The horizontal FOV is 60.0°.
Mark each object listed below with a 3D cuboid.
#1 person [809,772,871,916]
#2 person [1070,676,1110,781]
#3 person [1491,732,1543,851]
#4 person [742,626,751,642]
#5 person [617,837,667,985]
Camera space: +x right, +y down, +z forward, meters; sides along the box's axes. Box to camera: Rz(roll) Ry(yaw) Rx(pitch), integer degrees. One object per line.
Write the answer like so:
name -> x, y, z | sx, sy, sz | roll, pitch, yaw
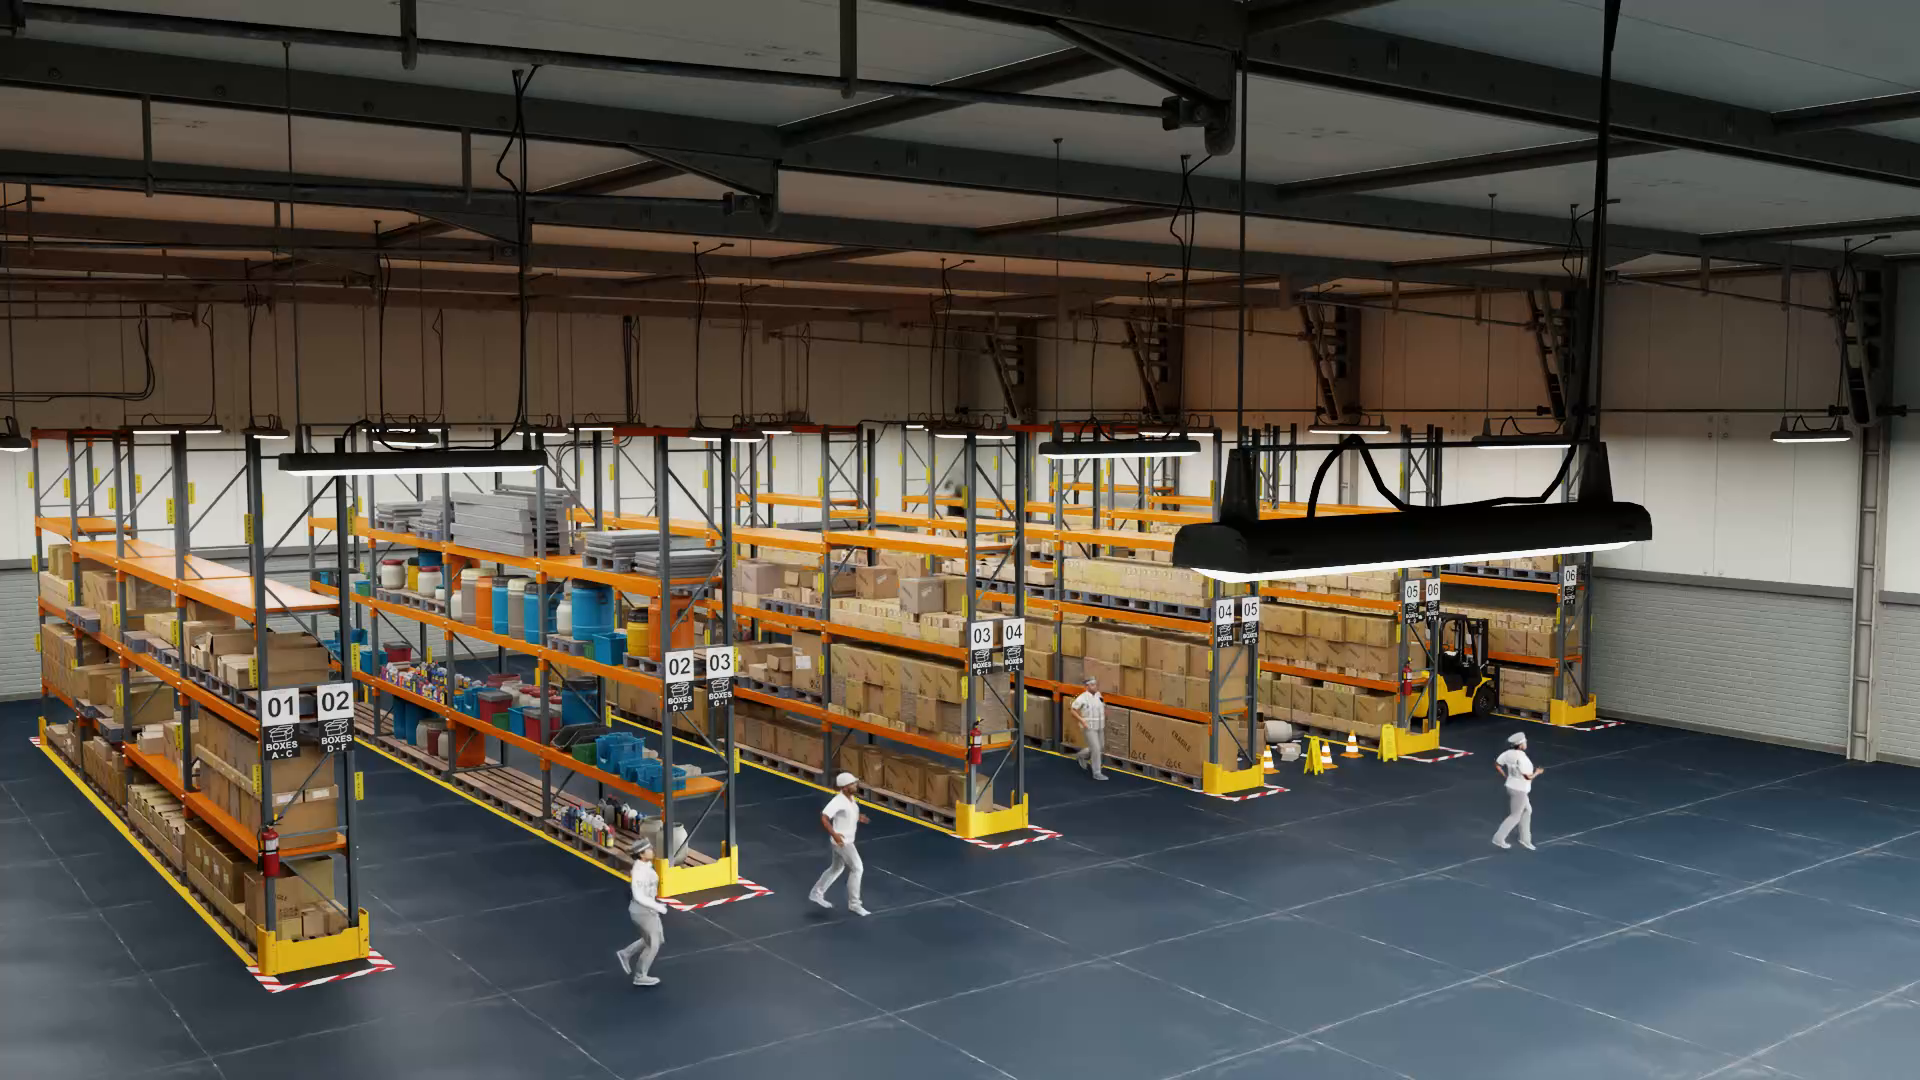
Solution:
person -> -1.511, 3.812, 20.890 | 0.790, 1.820, 0.686 | 0, 4, 0
person -> 2.246, 3.207, 28.596 | 0.654, 1.751, 0.886 | -4, 6, -40
person -> 7.956, 3.614, 23.766 | 0.742, 1.754, 0.560 | 0, 4, -5
person -> -5.282, 2.242, 41.846 | 0.795, 1.600, 0.642 | 0, 4, 2
person -> -3.495, 4.065, 18.273 | 0.580, 1.644, 0.669 | 0, 4, -5
